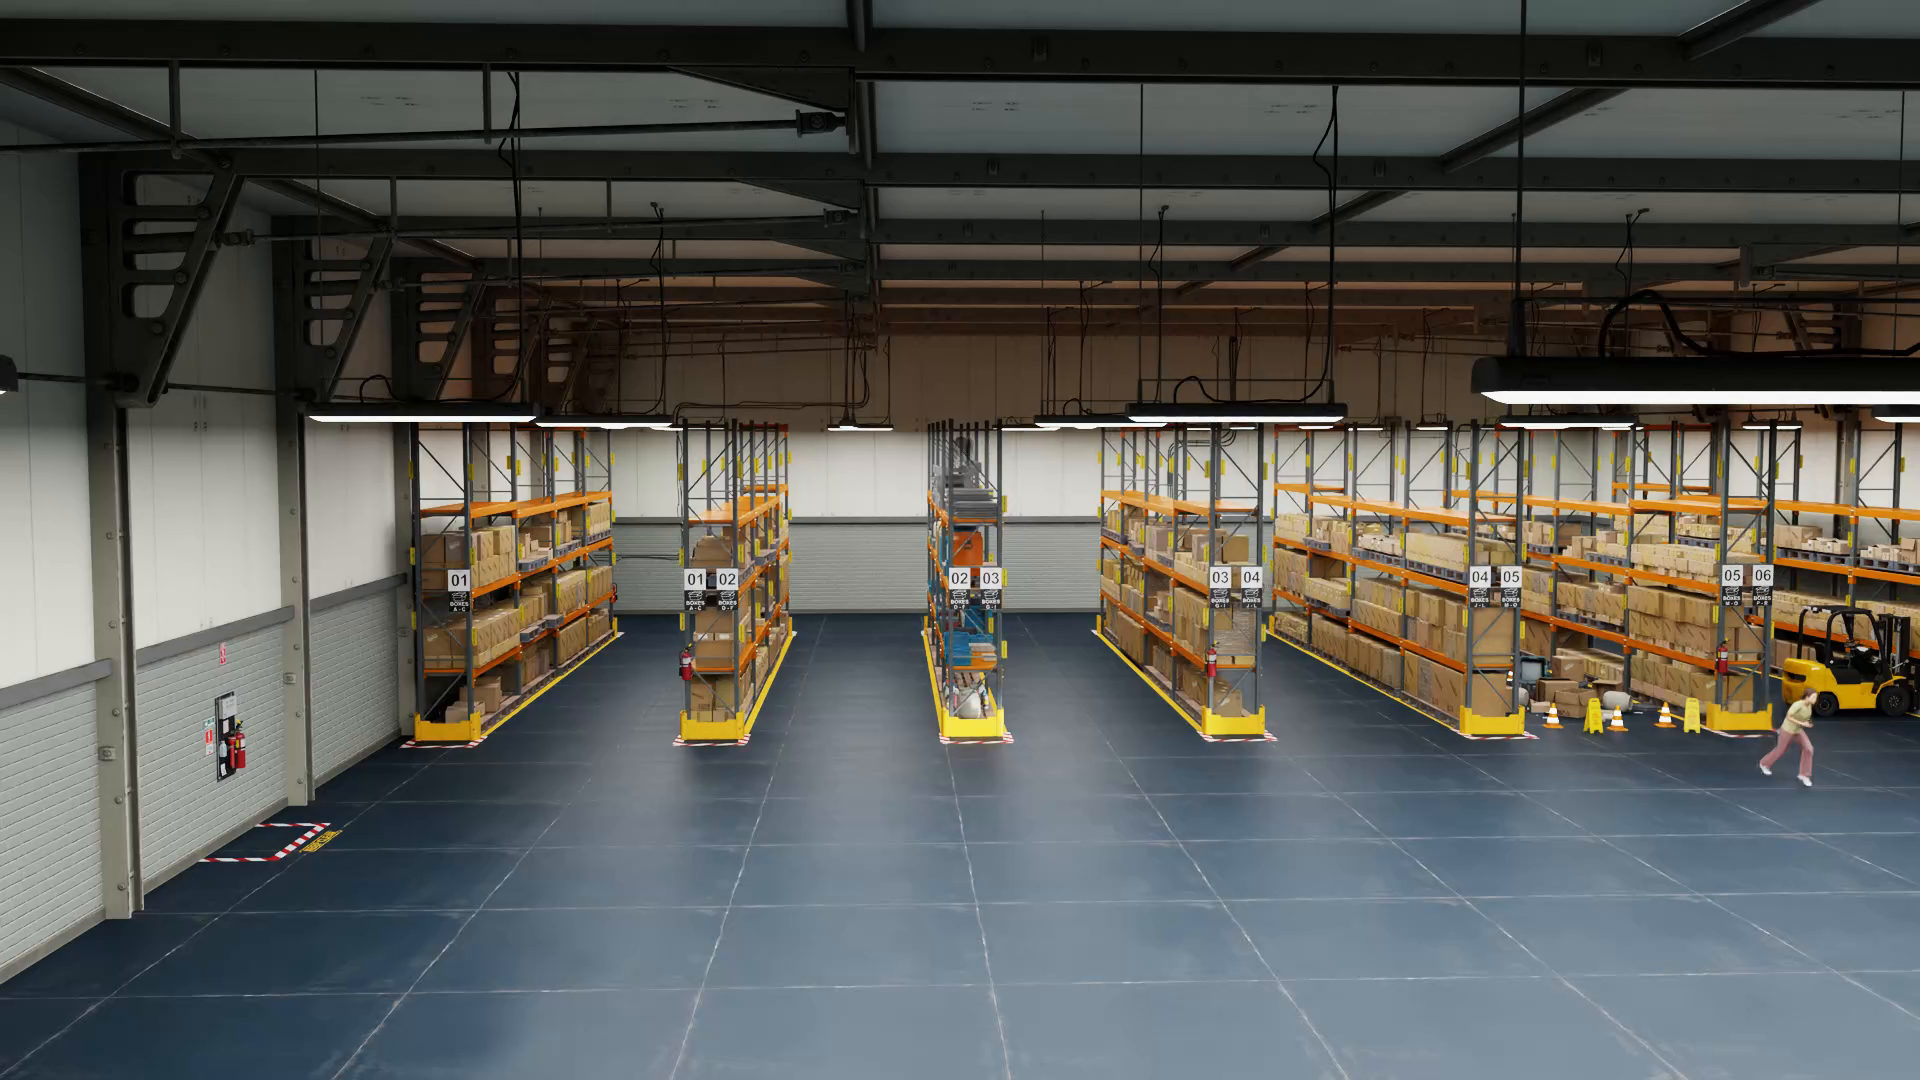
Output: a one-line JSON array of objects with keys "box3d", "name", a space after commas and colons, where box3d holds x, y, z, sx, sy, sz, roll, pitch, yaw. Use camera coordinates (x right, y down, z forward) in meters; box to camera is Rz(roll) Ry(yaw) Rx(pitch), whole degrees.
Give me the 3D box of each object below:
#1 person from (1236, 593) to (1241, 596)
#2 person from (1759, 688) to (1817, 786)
[{"box3d": [8.123, 1.789, 48.196, 0.745, 1.735, 0.620, 3, 5, 40], "name": "person"}, {"box3d": [13.637, 3.199, 27.383, 0.619, 1.626, 0.959, -2, 4, -33], "name": "person"}]
